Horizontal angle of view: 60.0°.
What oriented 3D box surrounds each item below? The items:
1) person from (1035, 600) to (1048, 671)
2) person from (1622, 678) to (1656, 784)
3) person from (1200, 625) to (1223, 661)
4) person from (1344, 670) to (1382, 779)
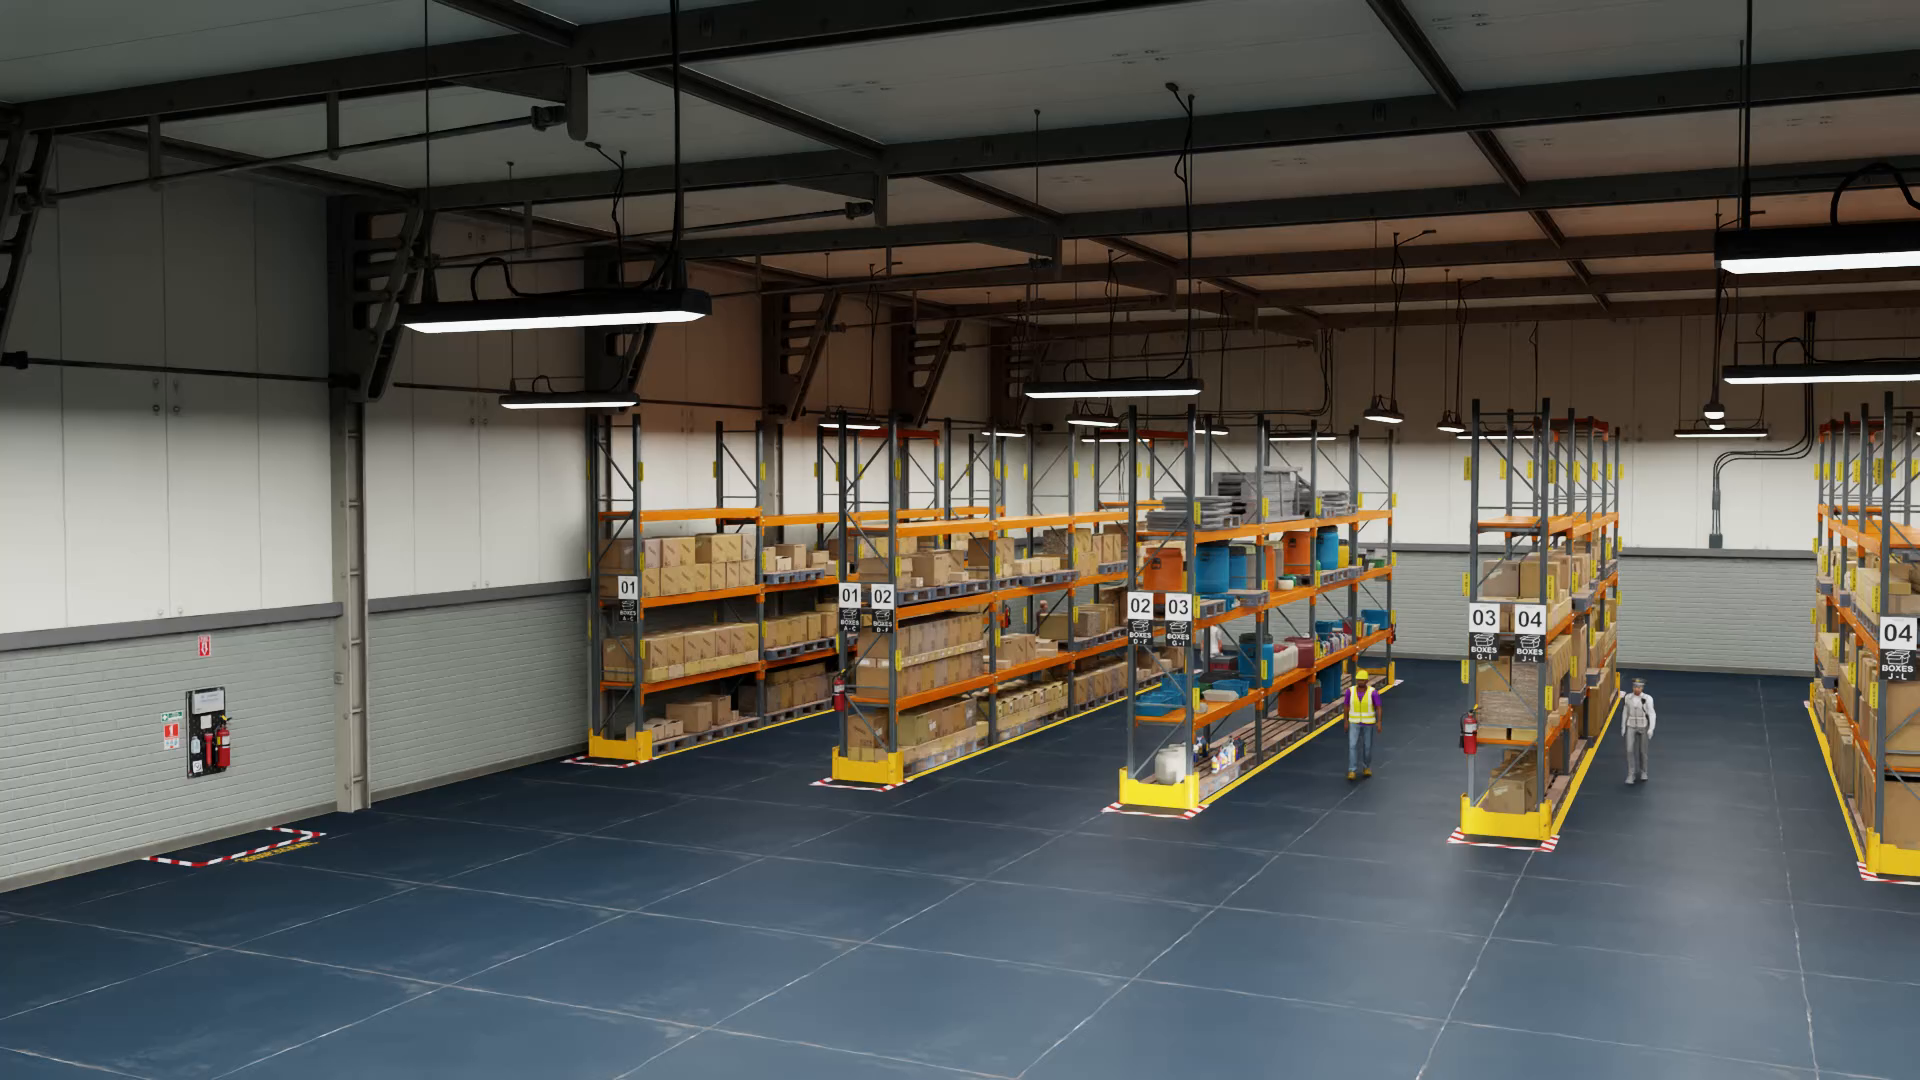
[{"bbox_3d":[2.140,2.408,41.698,0.752,1.797,0.599,-2,3,-35],"label":"person"},{"bbox_3d":[10.956,3.073,26.868,0.539,1.698,0.599,2,3,35],"label":"person"},{"bbox_3d":[5.712,2.577,37.596,0.562,1.789,0.780,2,3,42],"label":"person"},{"bbox_3d":[6.563,2.994,27.111,0.638,1.744,0.811,1,2,20],"label":"person"}]
